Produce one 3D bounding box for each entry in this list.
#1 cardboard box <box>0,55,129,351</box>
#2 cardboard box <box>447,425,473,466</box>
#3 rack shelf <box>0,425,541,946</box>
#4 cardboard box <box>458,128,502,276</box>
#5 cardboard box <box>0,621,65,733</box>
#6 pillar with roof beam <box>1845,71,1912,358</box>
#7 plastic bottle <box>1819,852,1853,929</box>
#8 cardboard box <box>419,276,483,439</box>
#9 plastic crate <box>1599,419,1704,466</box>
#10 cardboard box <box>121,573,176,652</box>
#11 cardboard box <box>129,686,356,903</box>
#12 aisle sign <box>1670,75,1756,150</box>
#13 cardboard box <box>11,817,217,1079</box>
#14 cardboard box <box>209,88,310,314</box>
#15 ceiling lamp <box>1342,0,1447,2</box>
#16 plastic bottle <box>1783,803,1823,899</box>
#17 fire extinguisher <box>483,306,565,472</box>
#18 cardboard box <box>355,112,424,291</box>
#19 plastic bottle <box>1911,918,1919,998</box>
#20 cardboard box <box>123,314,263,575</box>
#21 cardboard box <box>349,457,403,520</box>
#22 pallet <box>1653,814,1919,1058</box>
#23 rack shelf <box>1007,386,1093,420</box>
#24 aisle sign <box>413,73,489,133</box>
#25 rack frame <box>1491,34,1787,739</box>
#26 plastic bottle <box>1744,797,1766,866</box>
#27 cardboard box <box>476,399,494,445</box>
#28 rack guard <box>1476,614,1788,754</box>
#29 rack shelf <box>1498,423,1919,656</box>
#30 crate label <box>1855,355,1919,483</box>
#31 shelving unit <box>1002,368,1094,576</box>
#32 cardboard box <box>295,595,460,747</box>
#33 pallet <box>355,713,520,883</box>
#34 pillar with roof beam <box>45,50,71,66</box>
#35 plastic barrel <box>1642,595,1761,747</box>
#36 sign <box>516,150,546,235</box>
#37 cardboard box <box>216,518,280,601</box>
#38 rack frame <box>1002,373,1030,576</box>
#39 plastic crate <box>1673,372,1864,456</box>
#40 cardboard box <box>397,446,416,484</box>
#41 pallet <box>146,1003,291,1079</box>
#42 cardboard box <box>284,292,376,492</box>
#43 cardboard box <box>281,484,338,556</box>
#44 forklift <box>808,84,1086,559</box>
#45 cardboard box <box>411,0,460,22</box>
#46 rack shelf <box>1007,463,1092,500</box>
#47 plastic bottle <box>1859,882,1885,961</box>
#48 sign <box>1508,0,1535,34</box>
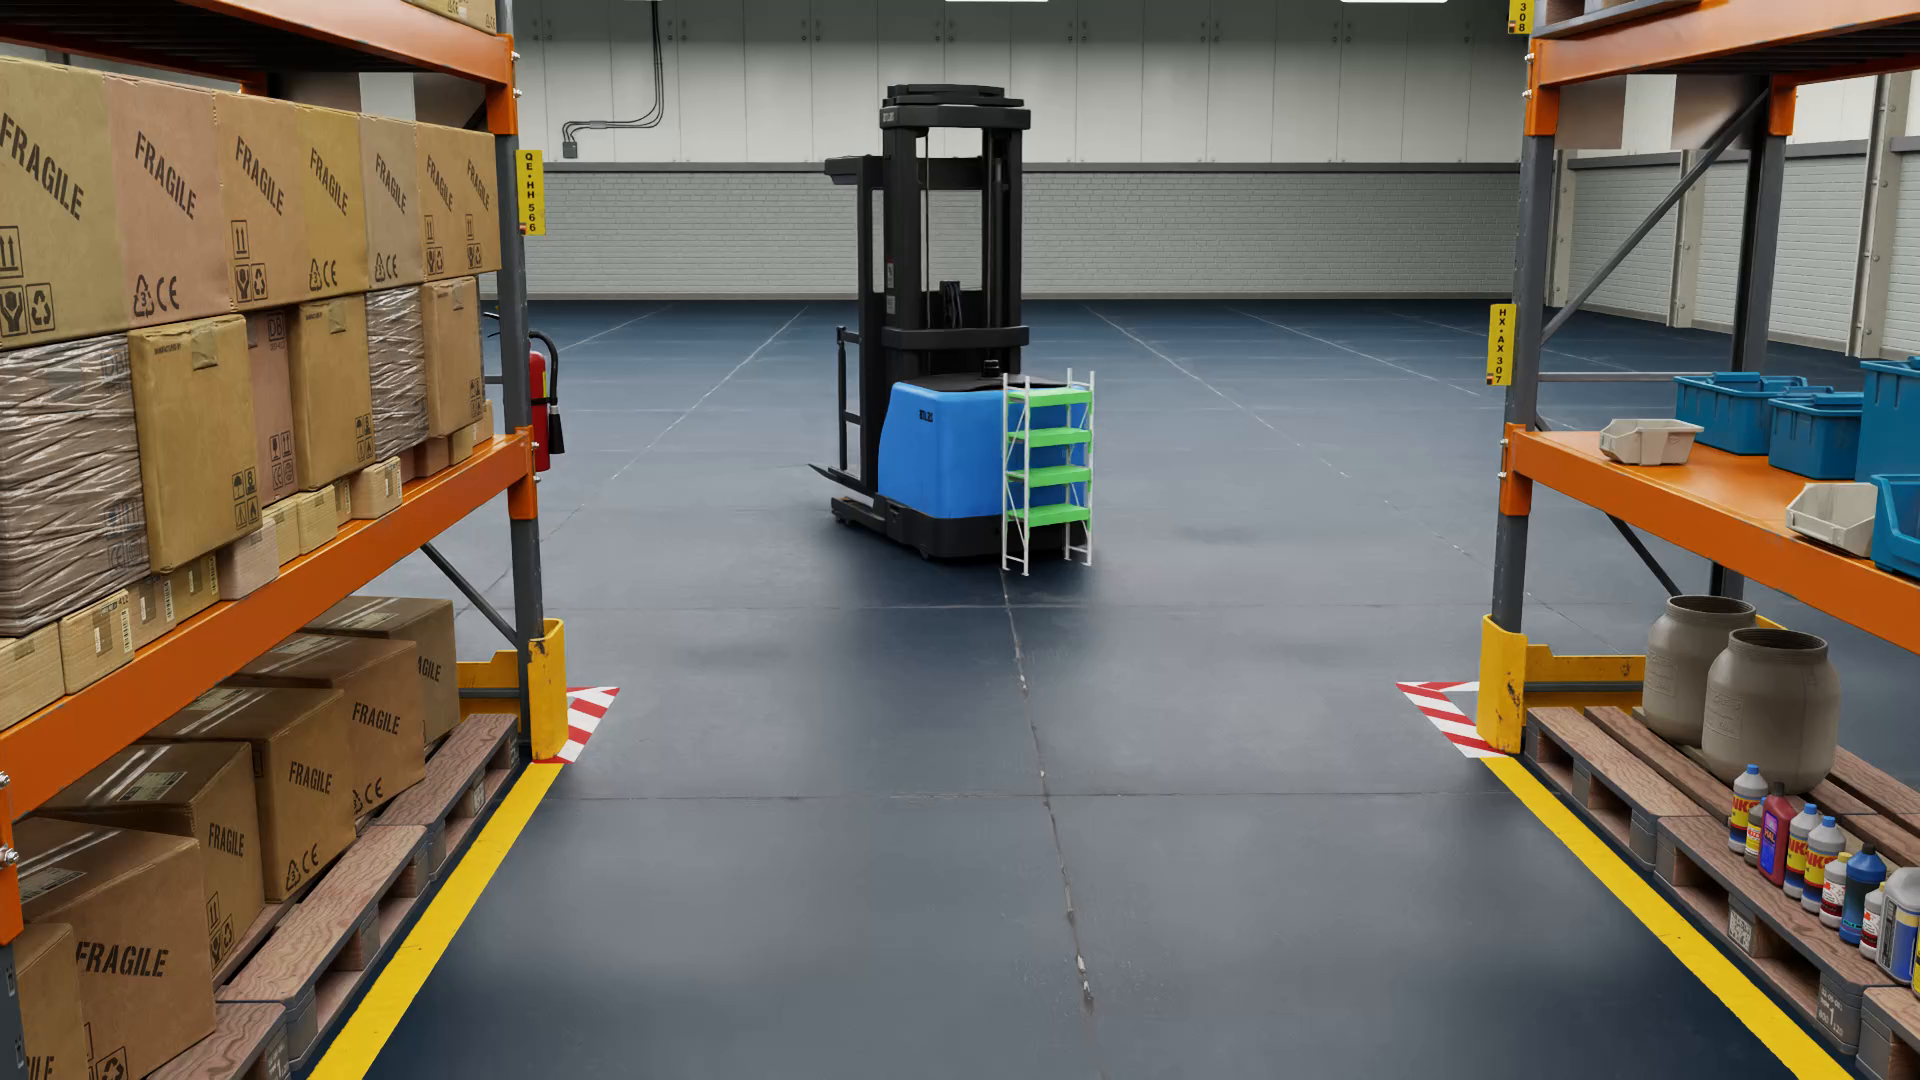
[{"bbox_3d":[-1.897,-0.611,3.013,0.500,0.500,0.500,0,11,-1],"label":"cardboard box"},{"bbox_3d":[-1.951,-0.353,5.887,0.380,0.149,0.250,0,11,-1],"label":"cardboard box"},{"bbox_3d":[-2.183,0.119,4.737,1.077,0.370,4.000,0,11,-1],"label":"rack shelf"},{"bbox_3d":[-1.966,-1.208,5.953,0.500,0.500,0.500,0,11,-1],"label":"cardboard box"},{"bbox_3d":[-1.846,0.243,2.948,0.380,0.149,0.250,0,11,-1],"label":"cardboard box"},{"bbox_3d":[8.836,-7.057,23.211,9.100,9.000,0.400,0,11,-1],"label":"pillar with roof beam"},{"bbox_3d":[2.465,0.974,4.647,0.097,0.201,0.097,0,11,0],"label":"plastic bottle"},{"bbox_3d":[-2.110,-0.618,5.559,0.875,0.500,0.500,0,11,-1],"label":"cardboard box"},{"bbox_3d":[2.424,-0.343,5.869,0.298,0.136,0.250,0,11,-1],"label":"plastic crate"},{"bbox_3d":[-1.871,0.144,3.438,0.380,0.149,0.250,0,11,-1],"label":"cardboard box"},{"bbox_3d":[-2.188,0.756,5.021,0.500,0.500,0.500,1,11,4],"label":"cardboard box"},{"bbox_3d":[3.023,-1.941,6.544,0.394,0.787,0.004,0,11,-1],"label":"aisle sign"},{"bbox_3d":[-2.130,0.990,3.867,0.500,0.500,0.500,4,12,17],"label":"cardboard box"},{"bbox_3d":[-1.919,-0.810,3.993,0.500,0.500,0.500,0,11,-1],"label":"cardboard box"},{"bbox_3d":[8.012,-11.532,30.589,2.000,3.185,0.800,0,11,-1],"label":"ceiling lamp"},{"bbox_3d":[2.460,0.900,4.835,0.097,0.271,0.097,0,11,0],"label":"plastic bottle"},{"bbox_3d":[-1.766,-0.618,6.755,0.296,0.674,0.183,0,11,-1],"label":"fire extinguisher"},{"bbox_3d":[-1.942,-1.009,4.973,0.500,0.500,0.500,0,11,-1],"label":"cardboard box"},{"bbox_3d":[2.498,0.997,4.156,0.144,0.351,0.185,0,11,-2],"label":"plastic bottle"},{"bbox_3d":[-2.064,-0.220,3.600,0.875,0.500,0.500,0,11,-1],"label":"cardboard box"},{"bbox_3d":[-1.876,-0.154,4.908,0.380,0.149,0.250,0,11,-1],"label":"cardboard box"},{"bbox_3d":[2.810,1.133,4.941,1.003,0.211,1.213,0,11,-1],"label":"pallet"},{"bbox_3d":[0.535,-0.827,10.026,0.480,0.148,0.258,-8,14,-34],"label":"rack shelf"},{"bbox_3d":[-1.926,-1.919,6.434,0.394,0.787,0.004,0,11,-1],"label":"aisle sign"},{"bbox_3d":[2.727,-0.651,6.726,1.000,3.000,0.127,0,11,-1],"label":"rack frame"},{"bbox_3d":[2.455,0.887,5.076,0.097,0.201,0.097,0,11,0],"label":"plastic bottle"},{"bbox_3d":[-2.012,-0.452,6.375,0.380,0.149,0.250,0,11,-1],"label":"cardboard box"},{"bbox_3d":[2.776,0.589,6.901,1.175,0.500,0.348,0,11,-1],"label":"rack guard"},{"bbox_3d":[2.769,0.099,4.838,1.077,0.370,4.000,0,11,-1],"label":"rack shelf"},{"bbox_3d":[3.036,-0.304,4.924,0.502,0.435,0.616,0,11,-1],"label":"crate label"},{"bbox_3d":[0.535,-0.419,10.109,0.503,1.200,0.258,-8,14,-34],"label":"shelving unit"},{"bbox_3d":[-2.228,0.512,6.220,0.500,0.500,0.500,2,12,9],"label":"cardboard box"},{"bbox_3d":[-2.241,0.912,6.032,1.003,0.211,1.213,0,11,-1],"label":"pallet"},{"bbox_3d":[-14.297,-9.348,34.506,9.100,9.000,0.548,0,11,-1],"label":"pillar with roof beam"},{"bbox_3d":[2.817,0.493,6.288,0.421,0.512,0.421,0,11,0],"label":"plastic barrel"},{"bbox_3d":[-1.669,-1.352,6.471,0.100,0.325,0.005,0,11,-1],"label":"sign"},{"bbox_3d":[-1.849,0.044,3.928,0.380,0.149,0.250,0,11,-1],"label":"cardboard box"},{"bbox_3d":[0.335,-0.392,9.972,0.015,1.200,0.240,-8,14,-34],"label":"rack frame"},{"bbox_3d":[3.037,-0.480,6.256,0.499,0.251,0.616,0,11,-1],"label":"plastic crate"},{"bbox_3d":[-1.998,-0.253,5.395,0.380,0.149,0.250,0,11,-1],"label":"cardboard box"},{"bbox_3d":[-2.191,1.397,3.641,1.003,0.211,1.213,0,11,-1],"label":"pallet"},{"bbox_3d":[-2.145,-0.419,4.578,0.875,0.500,0.500,0,11,-1],"label":"cardboard box"},{"bbox_3d":[-1.890,-0.055,4.417,0.380,0.149,0.250,0,11,-1],"label":"cardboard box"},{"bbox_3d":[-0.259,-1.569,11.421,1.130,2.935,3.031,-5,13,-23],"label":"forklift"},{"bbox_3d":[-1.947,-1.834,5.386,0.500,0.250,0.500,0,11,-1],"label":"cardboard box"},{"bbox_3d":[0.535,-0.357,10.121,0.480,0.148,0.258,-8,14,-34],"label":"rack shelf"},{"bbox_3d":[2.469,1.015,4.445,0.097,0.201,0.097,0,11,0],"label":"plastic bottle"},{"bbox_3d":[2.177,-2.124,6.420,0.100,0.325,0.005,0,11,-1],"label":"sign"}]
